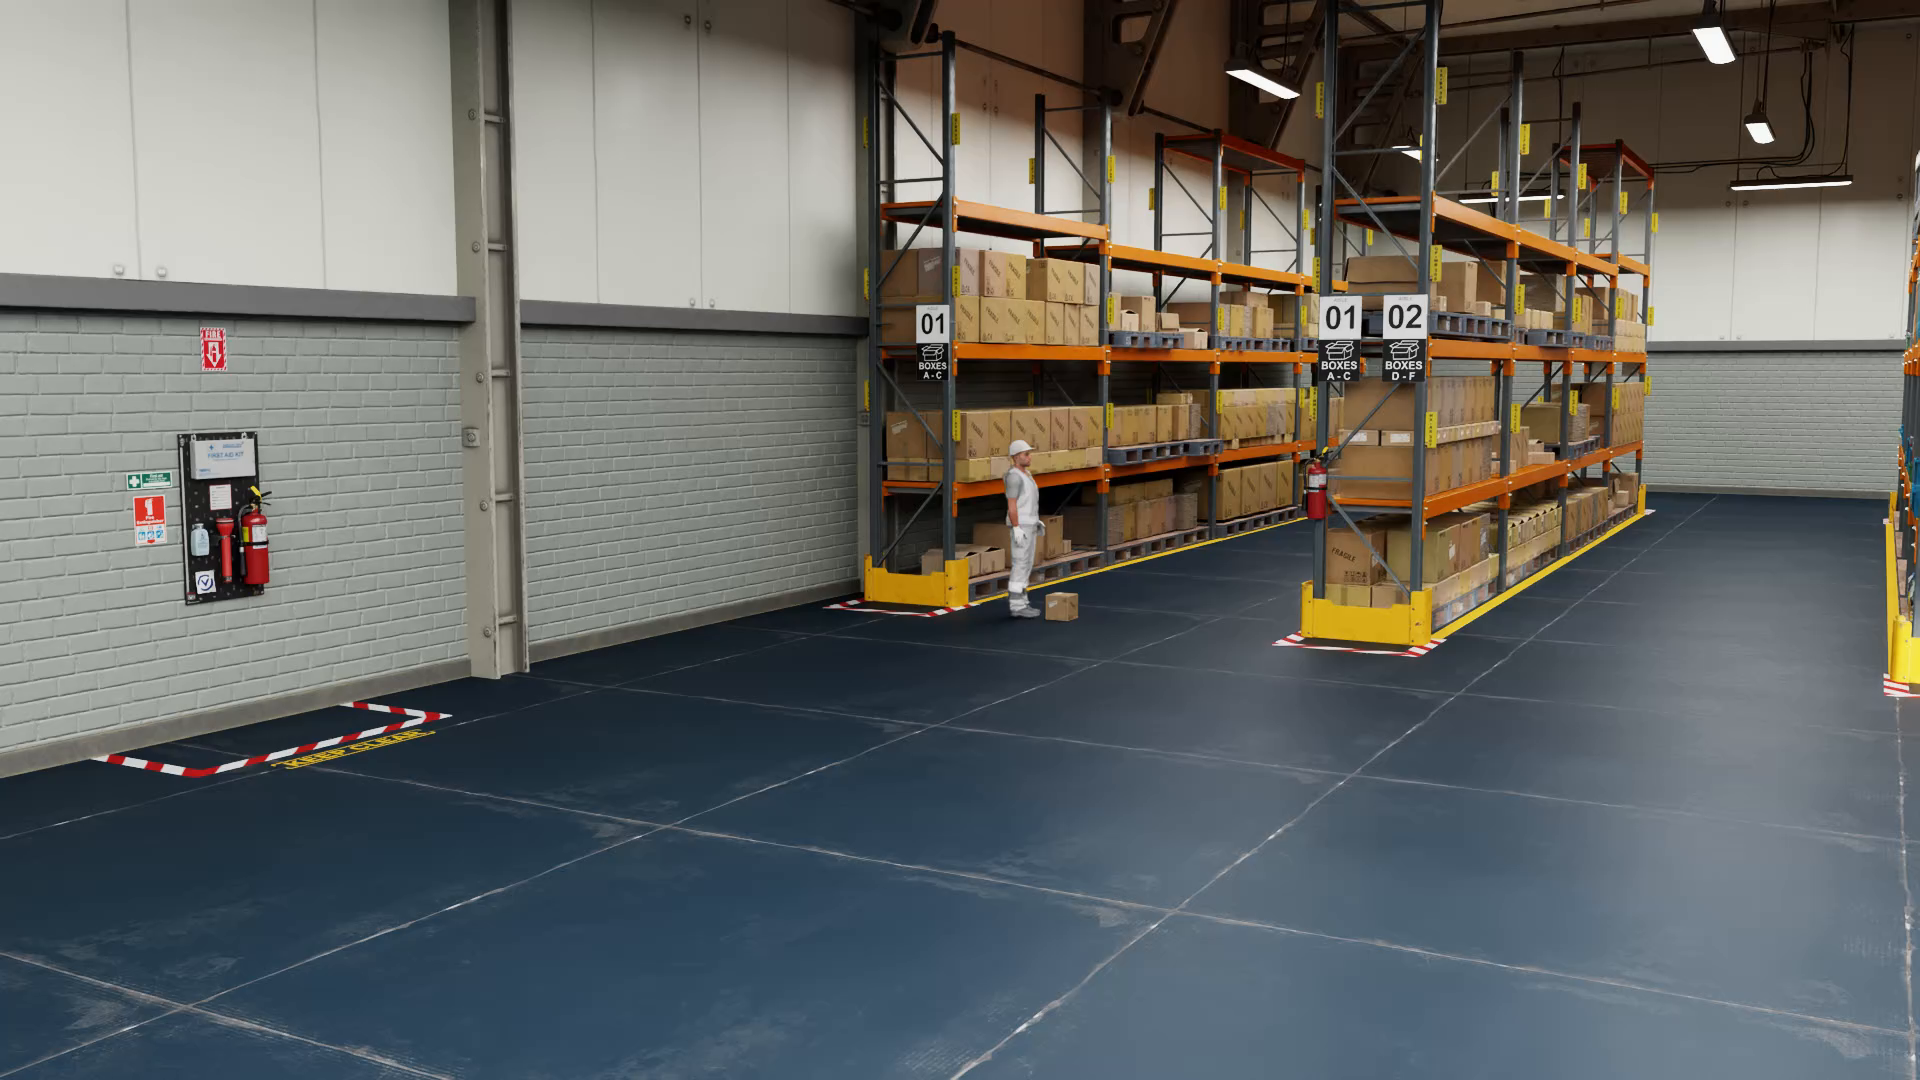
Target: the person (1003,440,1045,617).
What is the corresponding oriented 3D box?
[{"bbox_3d":[0.662,-0.112,16.980,0.381,1.816,0.566,2,6,17],"label":"person"}]
